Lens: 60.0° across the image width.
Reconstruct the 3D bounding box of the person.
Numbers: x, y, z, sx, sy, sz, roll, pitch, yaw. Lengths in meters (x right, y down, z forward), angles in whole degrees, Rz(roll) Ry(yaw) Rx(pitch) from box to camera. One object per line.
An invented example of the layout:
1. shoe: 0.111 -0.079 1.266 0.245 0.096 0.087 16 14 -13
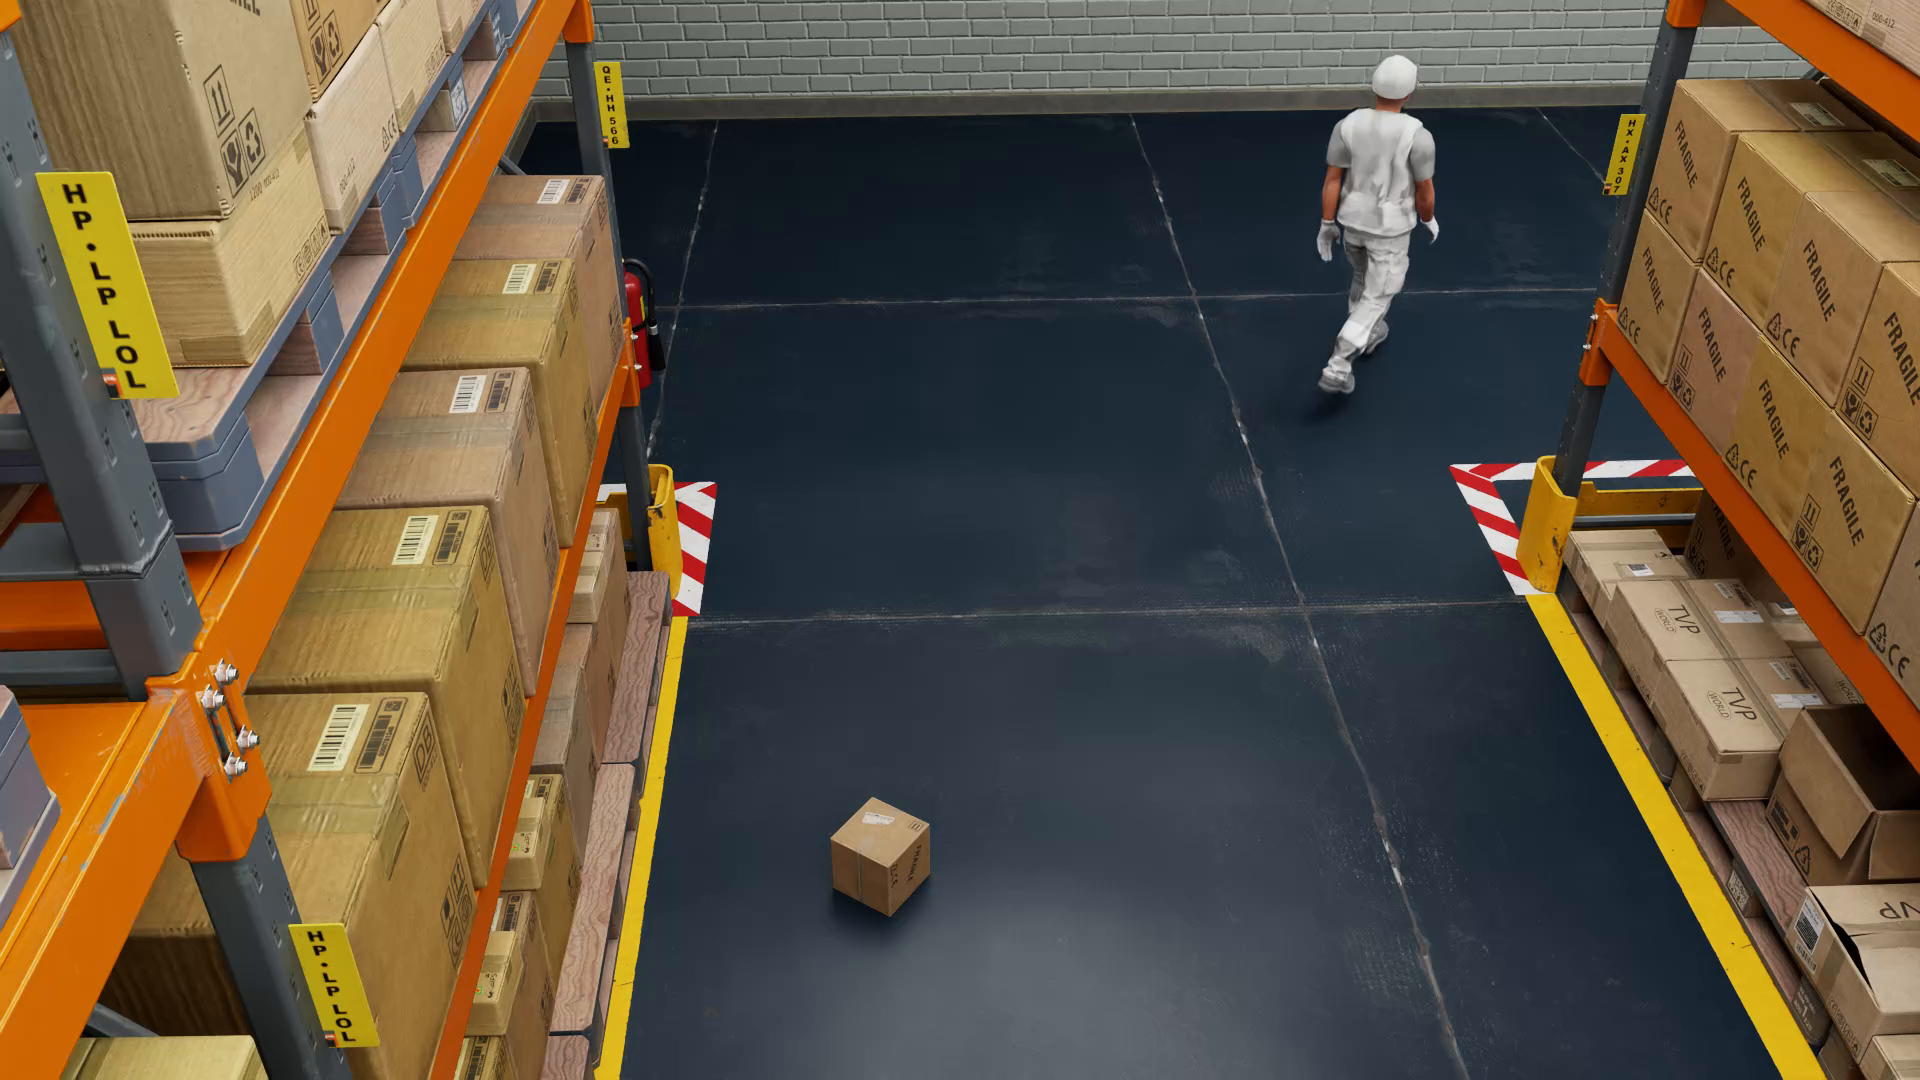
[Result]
1. person: 2.113 -1.605 8.427 0.526 1.749 1.018 25 42 31
